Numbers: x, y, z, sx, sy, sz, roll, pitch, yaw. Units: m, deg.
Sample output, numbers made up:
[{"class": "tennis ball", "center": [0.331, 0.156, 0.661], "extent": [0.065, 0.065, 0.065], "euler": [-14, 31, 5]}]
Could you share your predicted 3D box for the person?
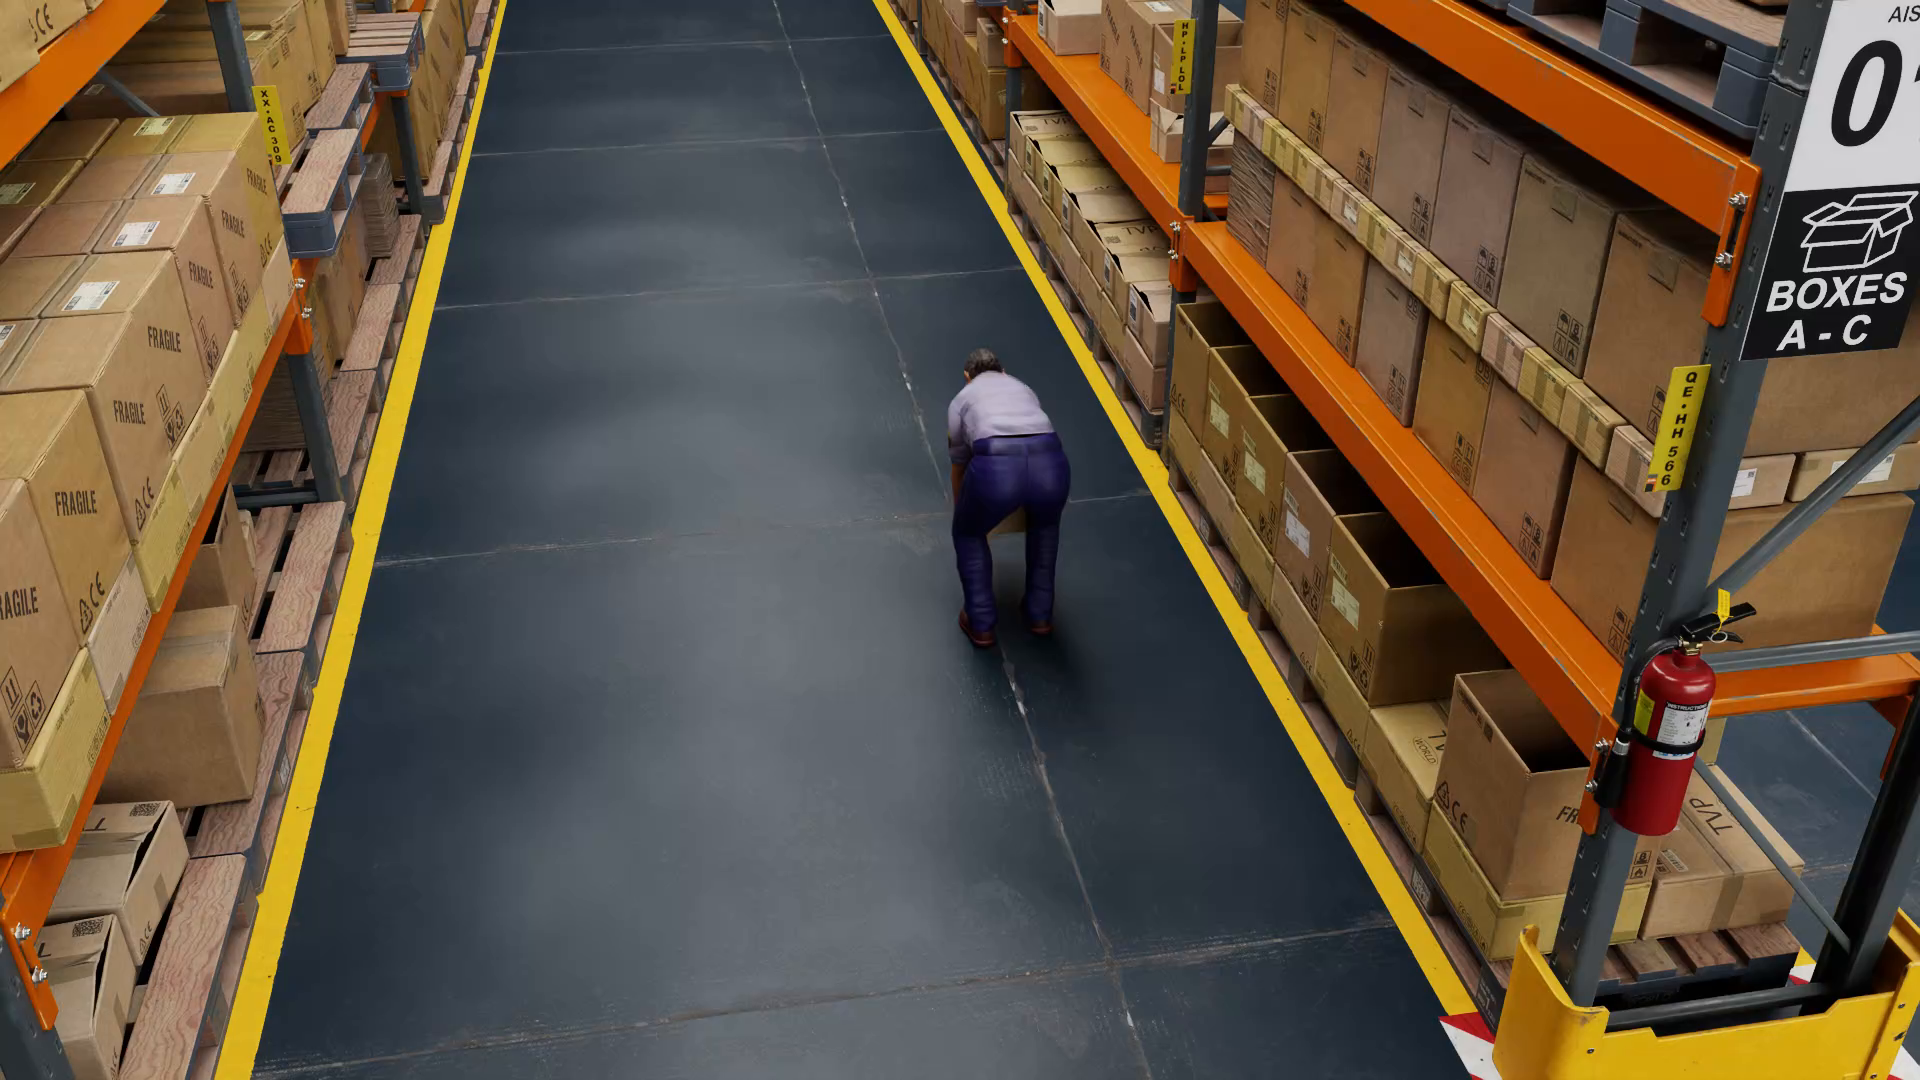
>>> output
[{"class": "person", "center": [0.171, -0.179, 7.013], "extent": [0.468, 1.072, 0.904], "euler": [-6, 31, -10]}]
